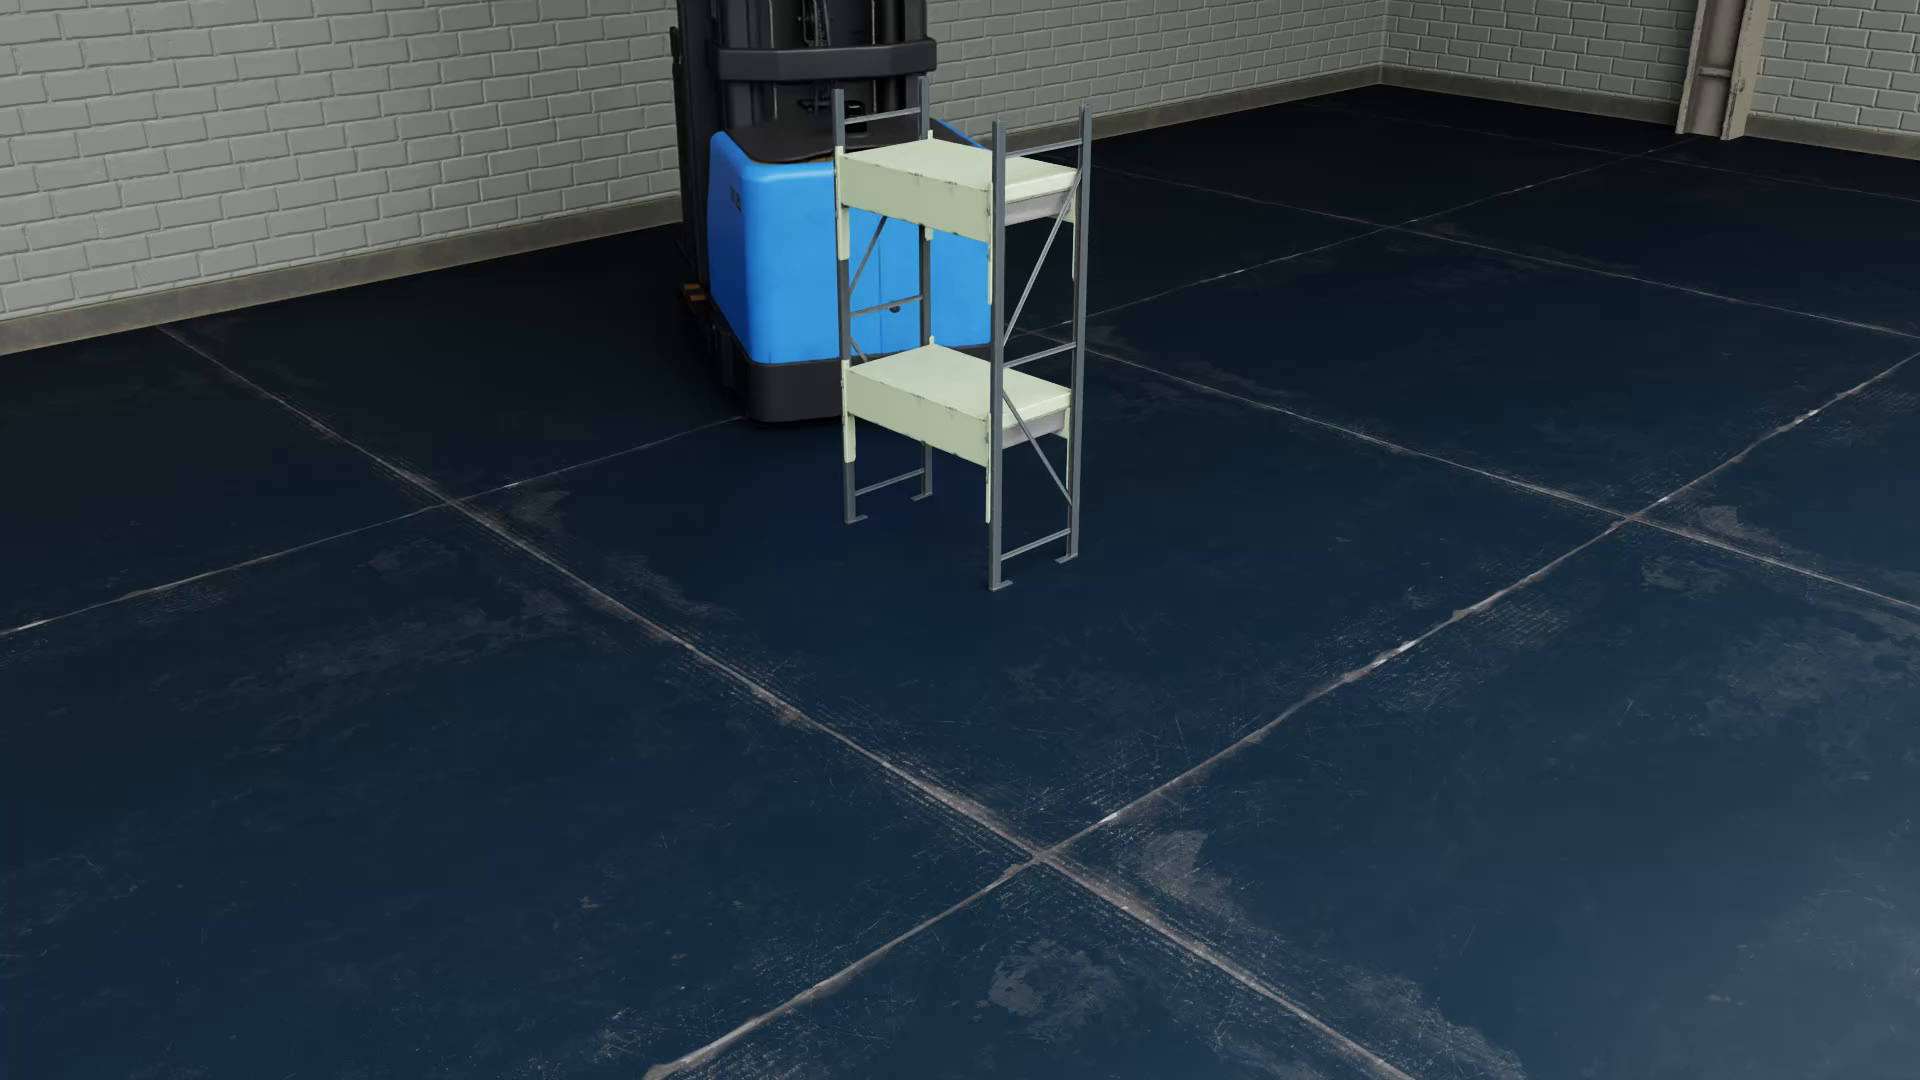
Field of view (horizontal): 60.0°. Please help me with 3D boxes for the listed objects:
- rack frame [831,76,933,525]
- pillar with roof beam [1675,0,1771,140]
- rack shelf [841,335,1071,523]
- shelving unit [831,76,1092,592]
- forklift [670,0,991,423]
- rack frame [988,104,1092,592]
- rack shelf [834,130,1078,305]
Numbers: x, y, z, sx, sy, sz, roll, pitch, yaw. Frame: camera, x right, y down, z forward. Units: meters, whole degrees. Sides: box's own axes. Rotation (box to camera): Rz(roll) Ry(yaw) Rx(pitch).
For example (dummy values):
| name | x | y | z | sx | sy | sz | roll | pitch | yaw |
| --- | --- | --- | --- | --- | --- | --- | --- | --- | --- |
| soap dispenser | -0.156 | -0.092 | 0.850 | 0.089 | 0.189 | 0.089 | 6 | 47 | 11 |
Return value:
| name | x | y | z | sx | sy | sz | roll | pitch | yaw |
| --- | --- | --- | --- | --- | --- | --- | --- | --- | --- |
| rack frame | -0.255 | -0.795 | 5.686 | 0.400 | 1.500 | 0.023 | -21 | 32 | -38 |
| pillar with roof beam | 2.438 | -5.897 | 7.834 | 9.100 | 9.000 | 0.400 | -21 | 32 | -38 |
| rack shelf | -0.005 | -0.388 | 5.578 | 0.431 | 0.370 | 0.720 | -21 | 32 | -38 |
| shelving unit | -0.005 | -0.684 | 5.443 | 0.431 | 1.500 | 0.755 | -21 | 32 | -38 |
| forklift | -0.753 | -2.387 | 7.451 | 1.130 | 2.935 | 3.031 | -7 | 26 | -15 |
| rack frame | 0.246 | -0.573 | 5.200 | 0.400 | 1.500 | 0.023 | -21 | 32 | -38 |
| rack shelf | -0.005 | -1.039 | 5.281 | 0.431 | 0.370 | 0.720 | -21 | 32 | -38 |
